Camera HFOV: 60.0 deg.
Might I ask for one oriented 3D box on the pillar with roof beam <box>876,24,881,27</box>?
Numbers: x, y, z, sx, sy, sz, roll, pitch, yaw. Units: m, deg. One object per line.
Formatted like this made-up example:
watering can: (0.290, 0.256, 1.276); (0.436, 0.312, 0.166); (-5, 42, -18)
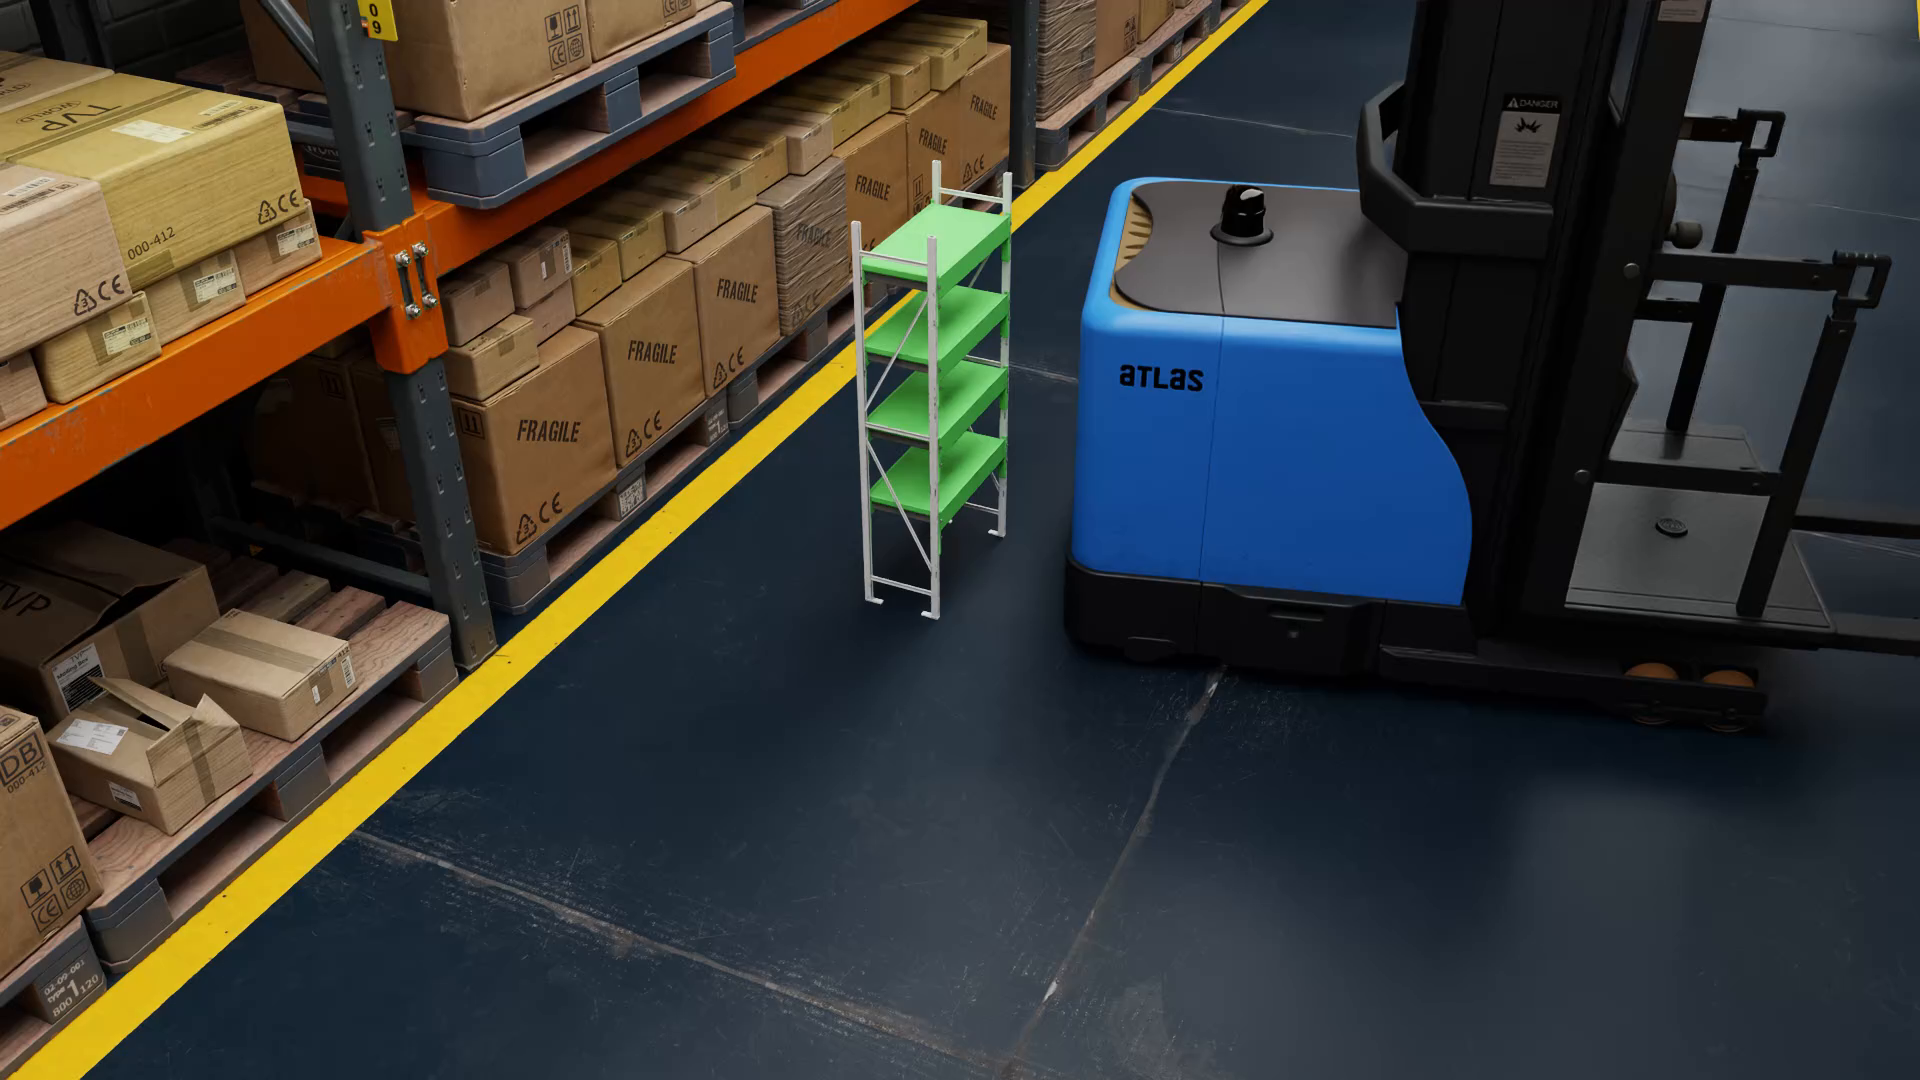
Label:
pillar with roof beam: (3.508, -5.393, 5.268); (9.100, 9.000, 0.400); (14, 36, 20)

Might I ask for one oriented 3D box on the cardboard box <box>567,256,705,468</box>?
cardboard box: (-1.182, -0.611, 5.342); (0.500, 0.500, 0.500); (14, 36, 20)

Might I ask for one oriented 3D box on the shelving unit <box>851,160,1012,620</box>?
shelving unit: (-0.069, -0.419, 4.795); (0.258, 1.200, 0.503); (14, 36, 20)

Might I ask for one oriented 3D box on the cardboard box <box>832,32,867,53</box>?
cardboard box: (-0.630, -2.229, 7.219); (0.380, 0.149, 0.250); (16, 37, 23)

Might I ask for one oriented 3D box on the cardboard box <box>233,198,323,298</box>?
cardboard box: (-1.706, -0.702, 3.814); (0.380, 0.149, 0.250); (15, 36, 21)

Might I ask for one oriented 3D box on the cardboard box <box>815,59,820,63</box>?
cardboard box: (-0.797, -1.961, 6.810); (0.380, 0.149, 0.250); (15, 36, 21)

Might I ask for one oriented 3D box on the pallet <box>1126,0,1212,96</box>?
pallet: (0.763, -2.856, 9.413); (1.003, 0.211, 1.213); (14, 36, 20)

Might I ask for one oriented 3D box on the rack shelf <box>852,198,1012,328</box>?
rack shelf: (-0.069, -0.767, 4.567); (0.258, 0.148, 0.480); (14, 36, 20)

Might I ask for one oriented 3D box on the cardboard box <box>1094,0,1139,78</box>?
cardboard box: (0.411, -2.833, 8.618); (0.875, 0.625, 0.625); (15, 36, 22)

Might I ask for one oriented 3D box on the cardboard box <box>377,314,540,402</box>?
cardboard box: (-1.410, -0.543, 4.647); (0.380, 0.149, 0.250); (16, 36, 23)

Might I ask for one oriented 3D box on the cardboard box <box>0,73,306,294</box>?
cardboard box: (-1.794, -0.776, 3.563); (0.500, 0.250, 0.500); (15, 36, 22)

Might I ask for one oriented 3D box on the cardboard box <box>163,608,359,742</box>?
cardboard box: (-1.768, 0.338, 4.216); (0.380, 0.149, 0.250); (13, 35, 19)

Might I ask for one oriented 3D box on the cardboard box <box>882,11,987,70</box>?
cardboard box: (-0.105, -2.113, 7.042); (0.380, 0.149, 0.250); (12, 35, 18)

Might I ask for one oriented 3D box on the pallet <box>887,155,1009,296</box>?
pallet: (-0.475, -1.487, 7.325); (1.003, 0.211, 1.213); (14, 36, 20)

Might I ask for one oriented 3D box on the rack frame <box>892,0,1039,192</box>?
rack frame: (-0.129, -3.016, 7.114); (1.000, 3.000, 0.127); (14, 36, 20)

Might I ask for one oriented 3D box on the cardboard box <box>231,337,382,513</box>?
cardboard box: (-1.865, -0.466, 5.122); (0.500, 0.500, 0.500); (14, 36, 20)

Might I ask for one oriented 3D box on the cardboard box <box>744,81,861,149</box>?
cardboard box: (-0.597, -1.604, 6.265); (0.380, 0.149, 0.250); (14, 36, 20)

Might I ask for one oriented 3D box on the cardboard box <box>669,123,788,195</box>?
cardboard box: (-0.835, -1.349, 5.876); (0.380, 0.149, 0.250); (14, 36, 21)

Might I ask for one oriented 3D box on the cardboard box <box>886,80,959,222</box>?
cardboard box: (-0.329, -1.639, 6.911); (0.500, 0.500, 0.500); (14, 36, 20)

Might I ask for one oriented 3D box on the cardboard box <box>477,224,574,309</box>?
cardboard box: (-1.345, -0.808, 4.780); (0.380, 0.149, 0.250); (12, 35, 18)

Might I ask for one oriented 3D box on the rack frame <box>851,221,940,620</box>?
rack frame: (-0.171, -0.298, 4.610); (0.240, 1.200, 0.015); (14, 36, 20)

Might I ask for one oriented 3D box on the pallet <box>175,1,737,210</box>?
pallet: (-1.369, -1.316, 4.697); (1.003, 0.211, 1.213); (14, 36, 20)

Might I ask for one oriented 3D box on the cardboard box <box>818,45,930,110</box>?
cardboard box: (-0.341, -1.849, 6.640); (0.380, 0.149, 0.250); (13, 35, 19)

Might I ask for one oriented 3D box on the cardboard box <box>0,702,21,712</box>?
cardboard box: (-2.475, 0.484, 3.994); (0.380, 0.149, 0.250); (14, 36, 20)

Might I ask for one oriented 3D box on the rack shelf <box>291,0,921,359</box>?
rack shelf: (-0.965, -1.719, 5.792); (1.077, 0.370, 4.000); (14, 36, 20)

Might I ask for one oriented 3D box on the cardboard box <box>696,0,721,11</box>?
cardboard box: (-0.872, -1.747, 4.918); (0.396, 0.266, 0.258); (16, 36, 23)

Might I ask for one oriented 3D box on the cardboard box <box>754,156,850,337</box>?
cardboard box: (-0.746, -1.115, 6.112); (0.500, 0.500, 0.500); (13, 35, 19)

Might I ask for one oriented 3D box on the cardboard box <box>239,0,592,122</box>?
cardboard box: (-1.397, -1.431, 4.222); (0.700, 0.500, 0.500); (15, 36, 22)

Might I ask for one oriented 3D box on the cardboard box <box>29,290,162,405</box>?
cardboard box: (-1.882, -0.432, 3.403); (0.380, 0.149, 0.250); (15, 36, 22)

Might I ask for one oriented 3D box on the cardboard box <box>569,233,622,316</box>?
cardboard box: (-1.268, -0.829, 5.084); (0.380, 0.149, 0.250); (12, 35, 18)

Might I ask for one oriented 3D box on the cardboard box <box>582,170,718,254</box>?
cardboard box: (-1.027, -1.084, 5.473); (0.380, 0.149, 0.250); (14, 36, 20)

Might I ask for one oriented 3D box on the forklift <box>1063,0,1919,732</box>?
forklift: (1.861, -1.025, 4.141); (3.031, 2.935, 1.130); (5, 34, 8)

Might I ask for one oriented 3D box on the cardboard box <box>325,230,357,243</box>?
cardboard box: (-1.805, -0.807, 5.050); (0.380, 0.149, 0.250); (14, 36, 21)

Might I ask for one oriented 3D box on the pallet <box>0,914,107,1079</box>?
pallet: (-2.599, 1.094, 3.389); (1.003, 0.211, 1.213); (14, 36, 20)

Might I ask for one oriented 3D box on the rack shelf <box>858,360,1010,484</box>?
rack shelf: (-0.069, -0.366, 4.830); (0.258, 0.148, 0.480); (14, 36, 20)

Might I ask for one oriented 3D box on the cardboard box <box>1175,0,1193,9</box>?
cardboard box: (1.005, -3.543, 9.701); (0.875, 0.625, 0.625); (14, 36, 20)

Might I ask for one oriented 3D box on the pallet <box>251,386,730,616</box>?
pallet: (-1.496, -0.271, 5.471); (1.003, 0.211, 1.213); (14, 36, 20)
